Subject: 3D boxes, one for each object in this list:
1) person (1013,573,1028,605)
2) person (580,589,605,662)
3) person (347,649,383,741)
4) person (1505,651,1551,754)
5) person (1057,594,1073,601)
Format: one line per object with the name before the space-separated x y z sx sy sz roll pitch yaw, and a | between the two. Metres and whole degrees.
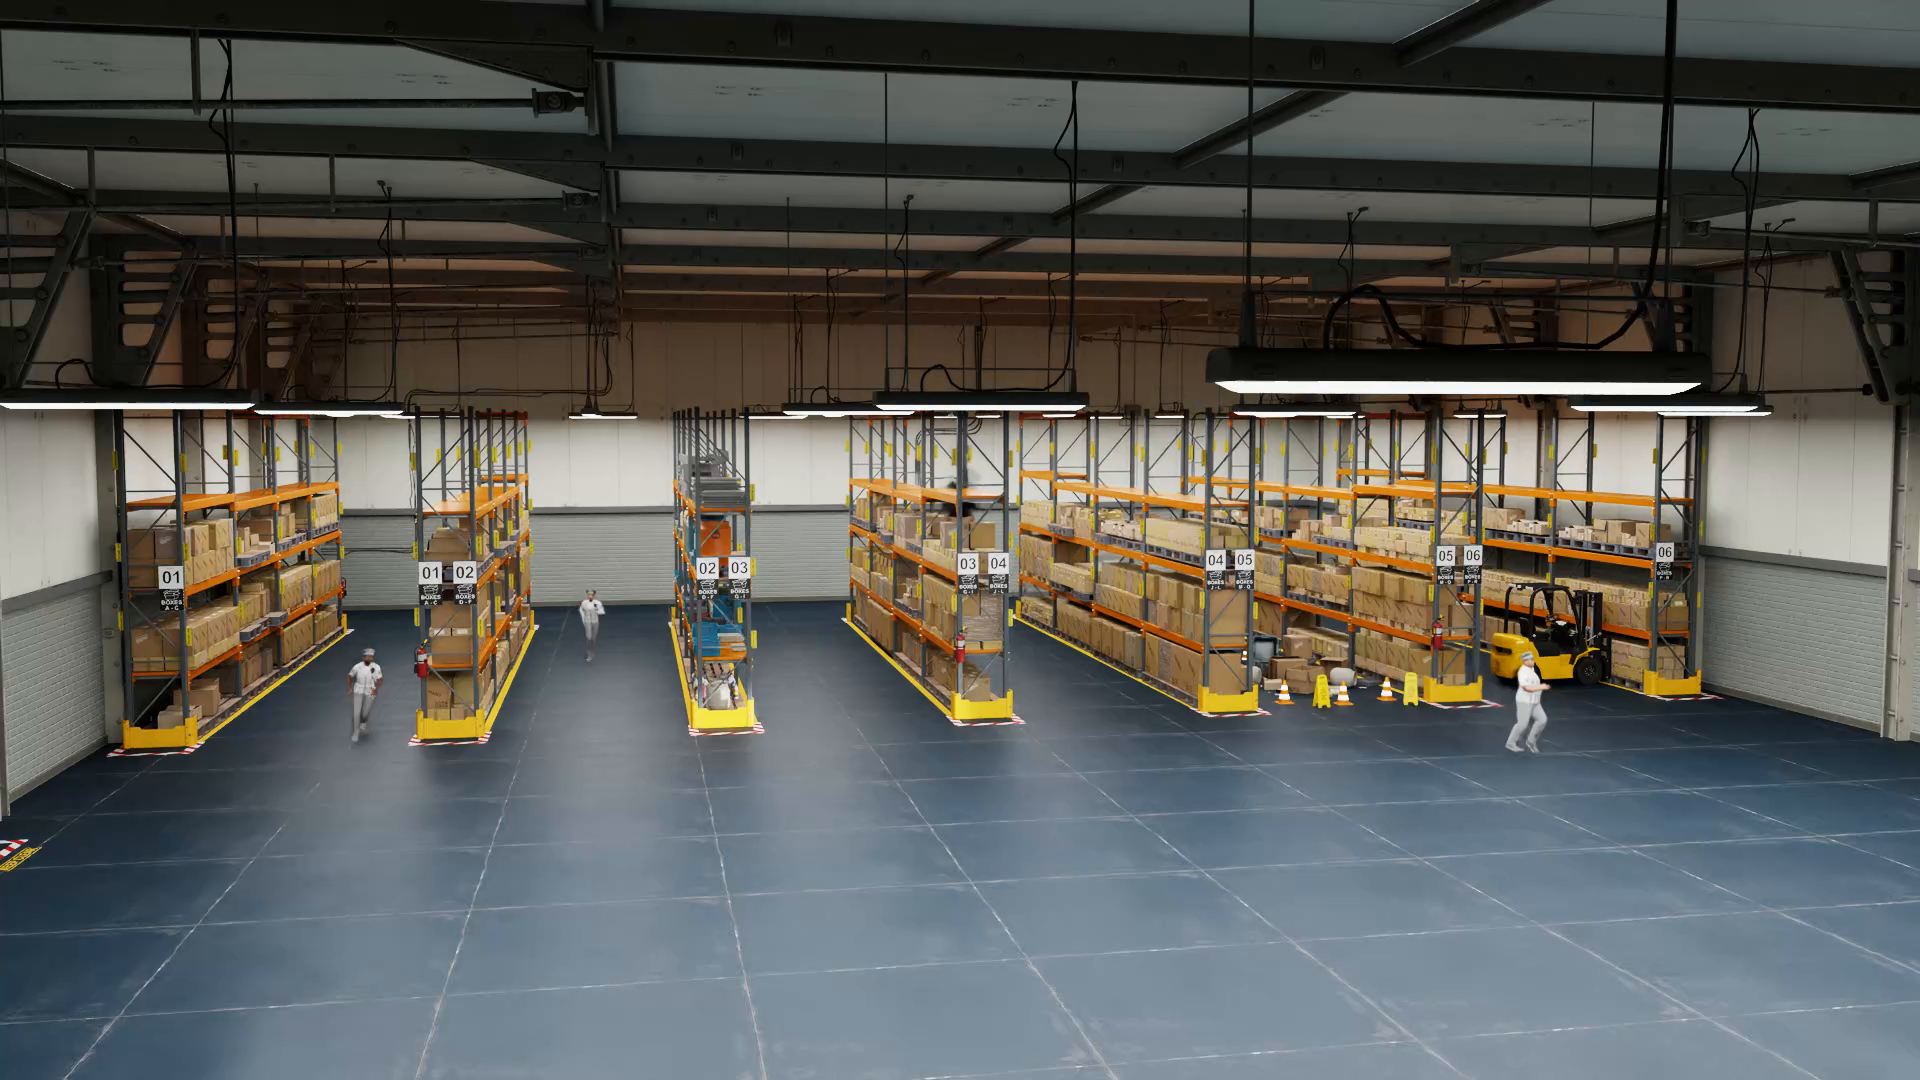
person | 1.870 1.399 49.966 0.532 1.562 0.642 0 4 -1
person | -8.848 2.040 40.049 0.584 1.754 0.776 -1 4 -15
person | -10.774 2.781 30.119 0.614 1.659 0.637 -1 4 -17
person | 9.799 2.819 28.627 0.735 1.851 0.656 3 5 37
person | 3.203 1.398 50.009 0.826 1.540 0.715 -2 4 -22
